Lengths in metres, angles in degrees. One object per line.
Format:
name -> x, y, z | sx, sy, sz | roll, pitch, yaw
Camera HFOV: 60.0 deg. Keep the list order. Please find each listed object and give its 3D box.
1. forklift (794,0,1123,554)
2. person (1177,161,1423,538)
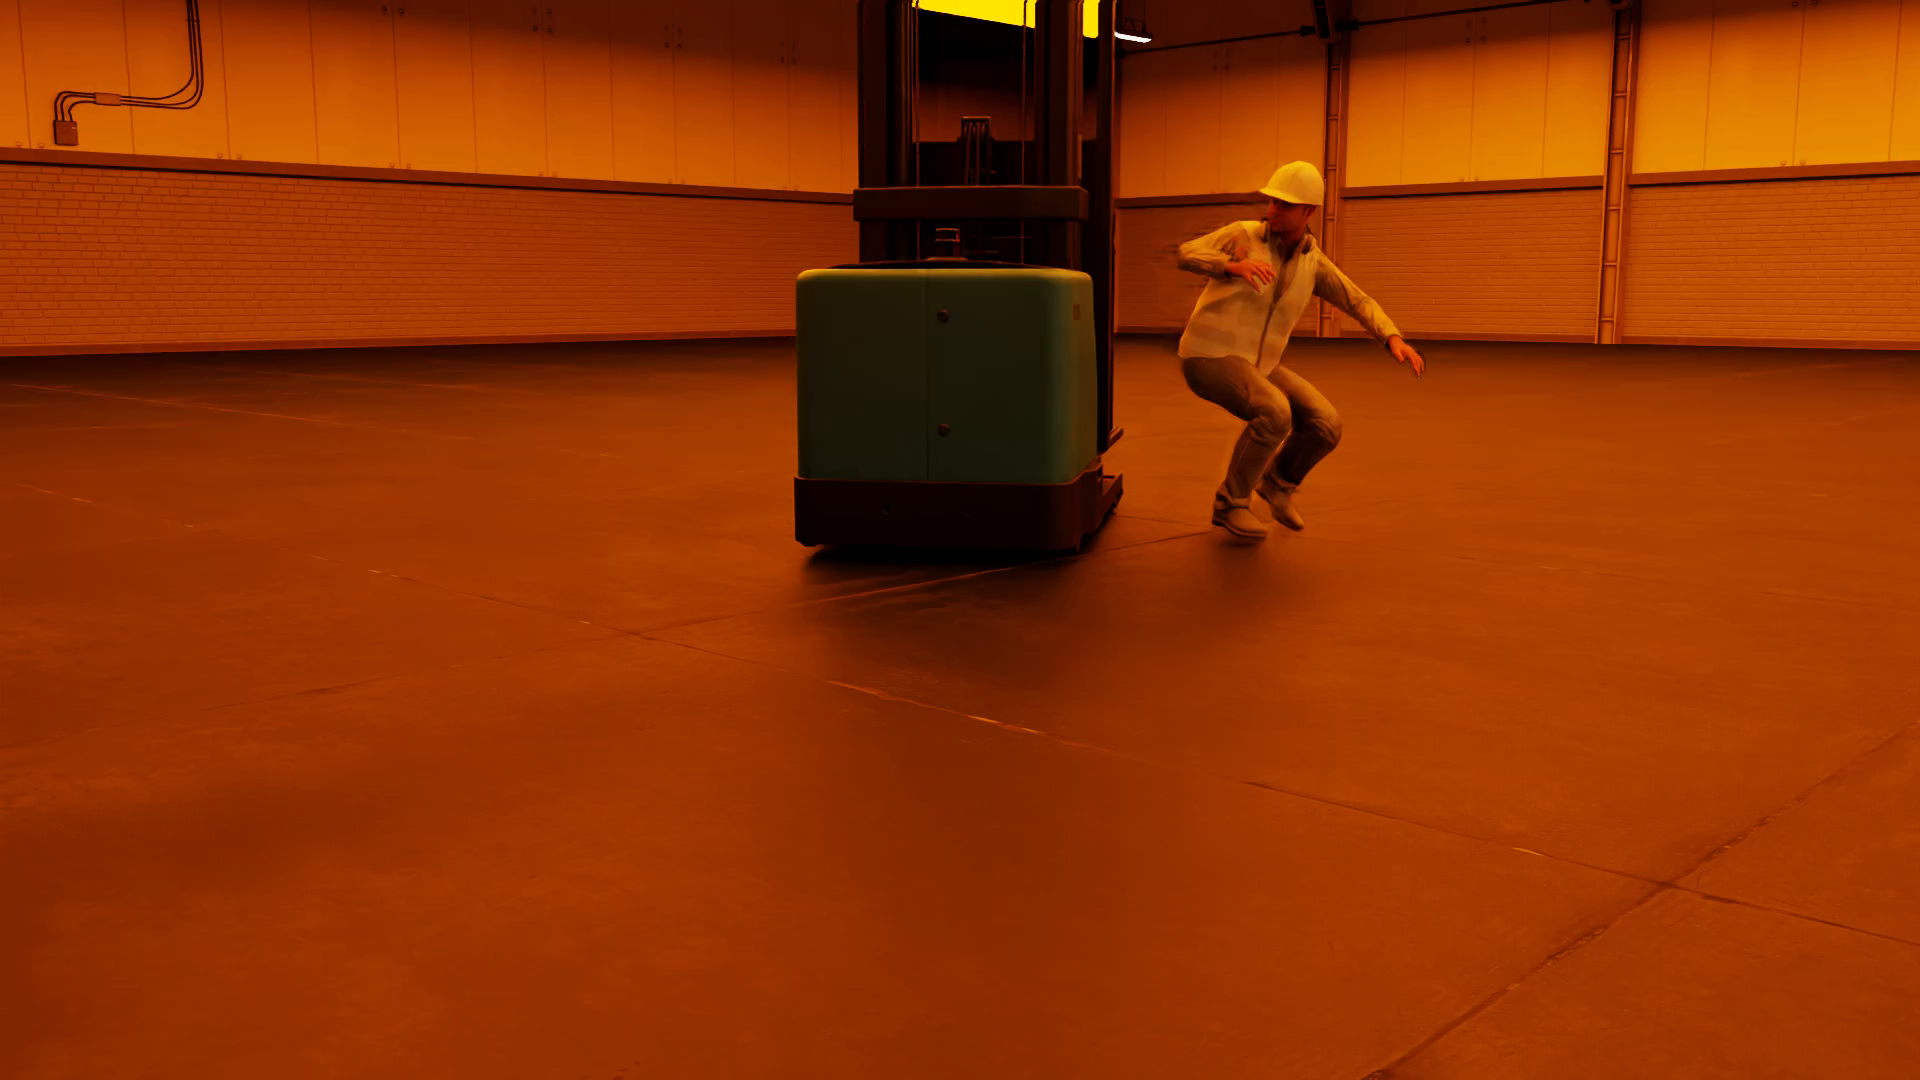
forklift -> 0.152, -1.574, 7.326 | 1.130, 2.935, 3.031 | 2, 9, 10
person -> 1.292, -0.746, 6.669 | 0.782, 1.515, 0.916 | -6, 10, -33
